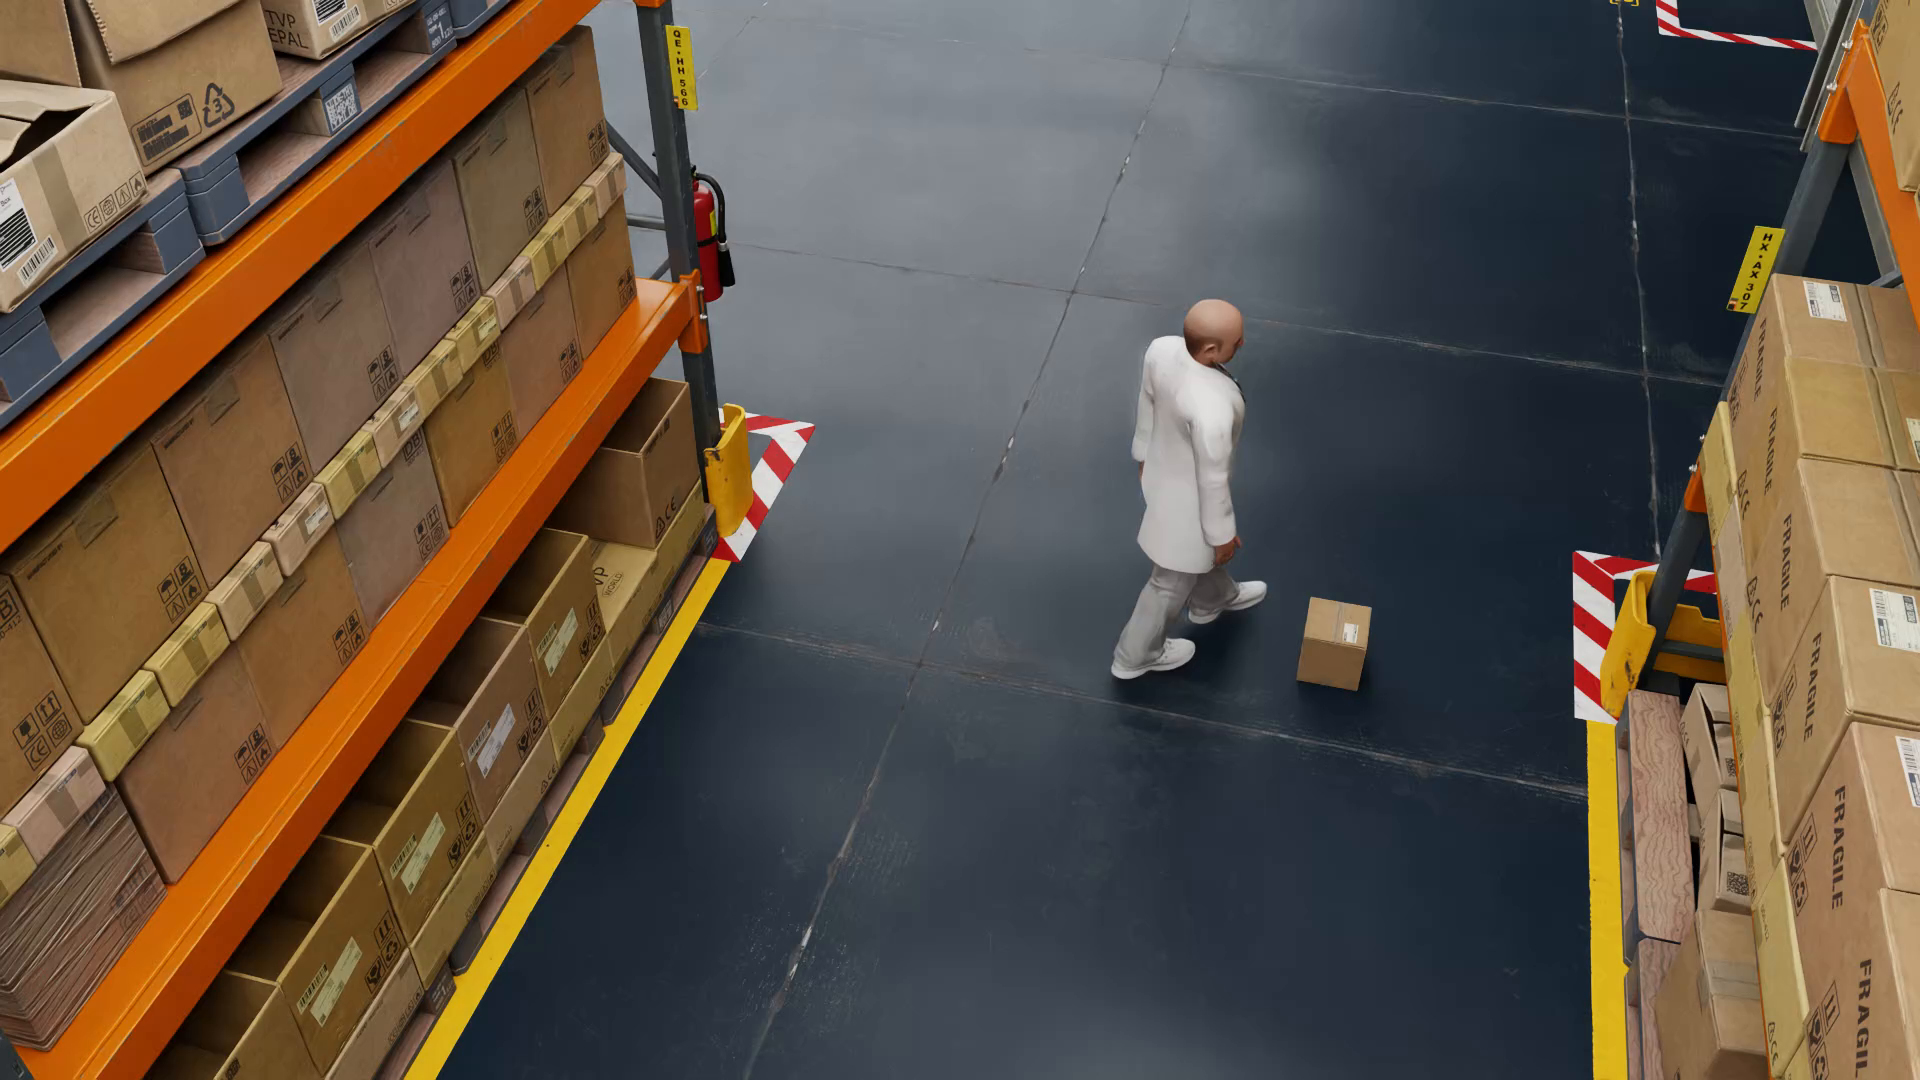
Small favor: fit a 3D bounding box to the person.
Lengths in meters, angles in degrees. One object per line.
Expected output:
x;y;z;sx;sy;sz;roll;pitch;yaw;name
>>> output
0.997;-0.200;6.383;0.792;1.762;0.636;-11;42;-12;person
